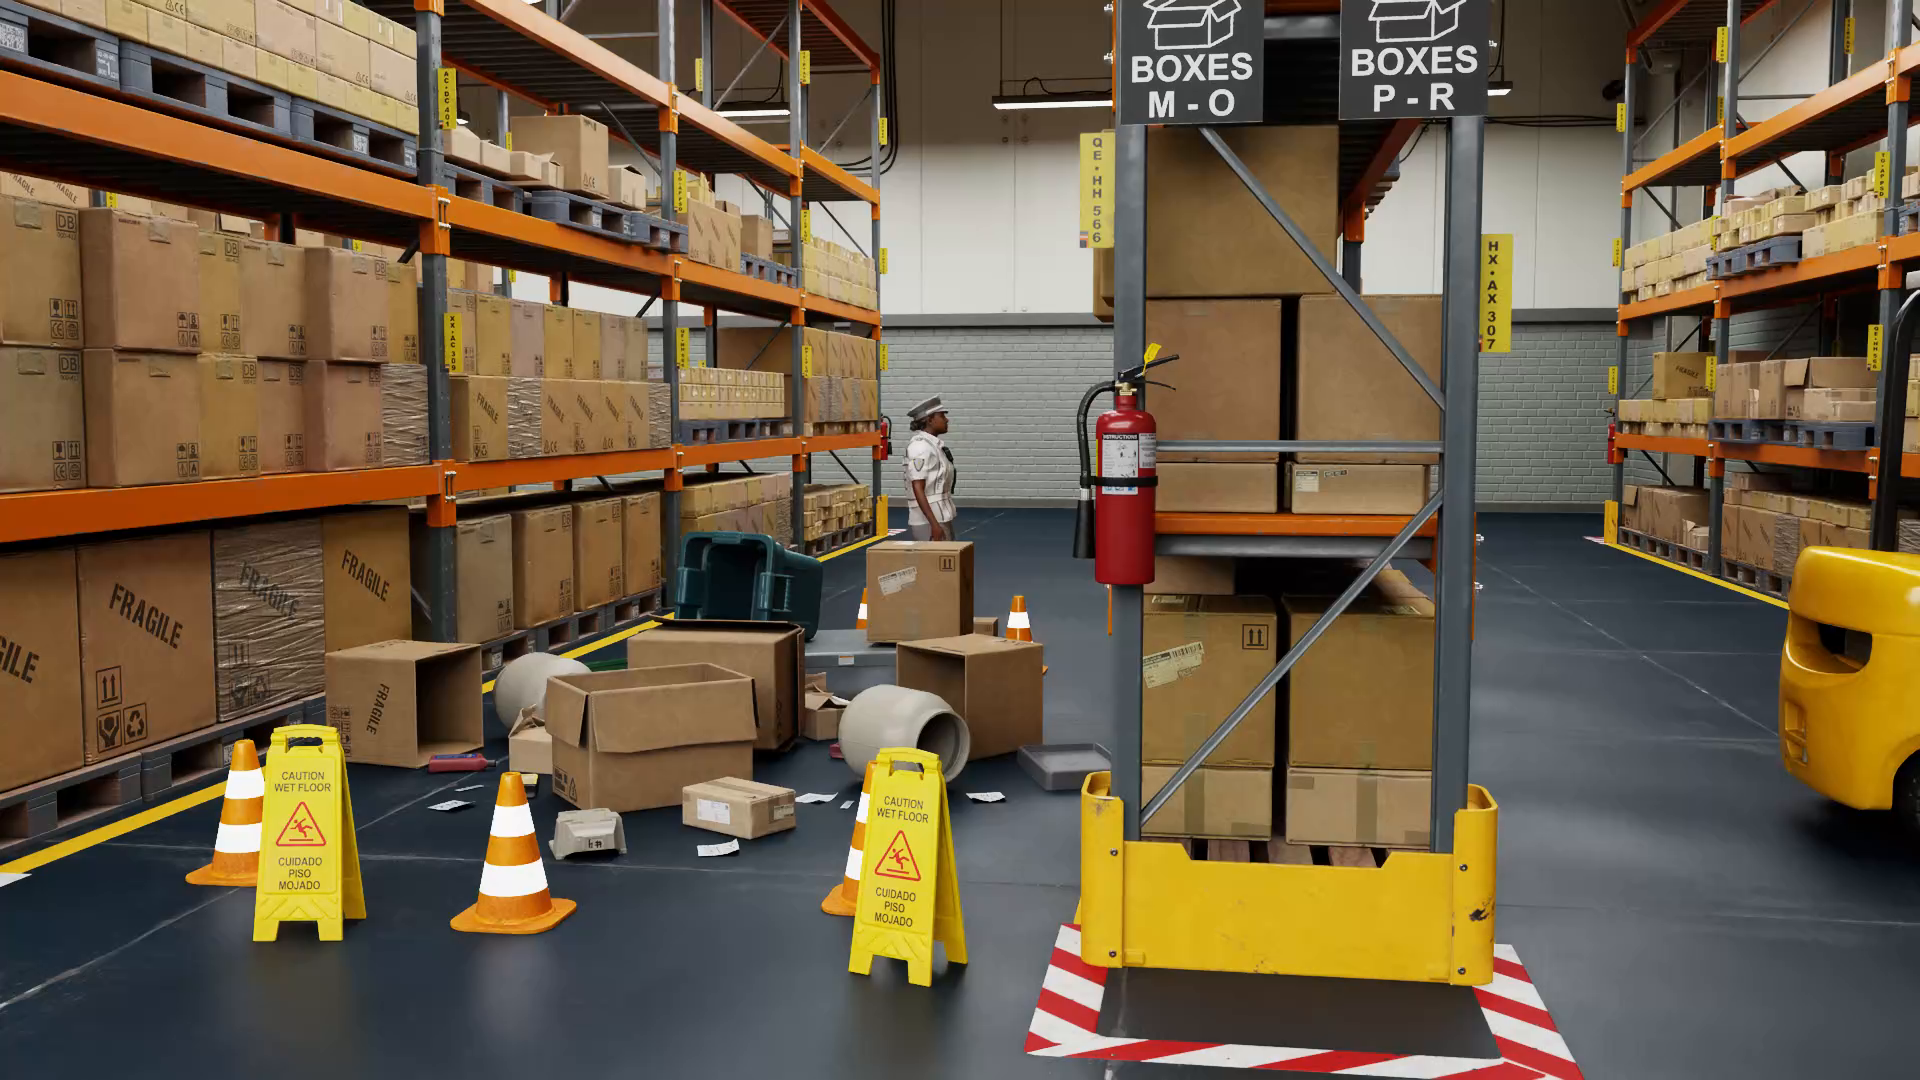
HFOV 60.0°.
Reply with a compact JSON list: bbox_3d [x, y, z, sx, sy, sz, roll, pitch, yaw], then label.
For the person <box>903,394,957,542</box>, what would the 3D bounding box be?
[{"bbox_3d":[-0.100,-0.087,10.676,0.530,1.693,0.570,1,5,9],"label":"person"}]
